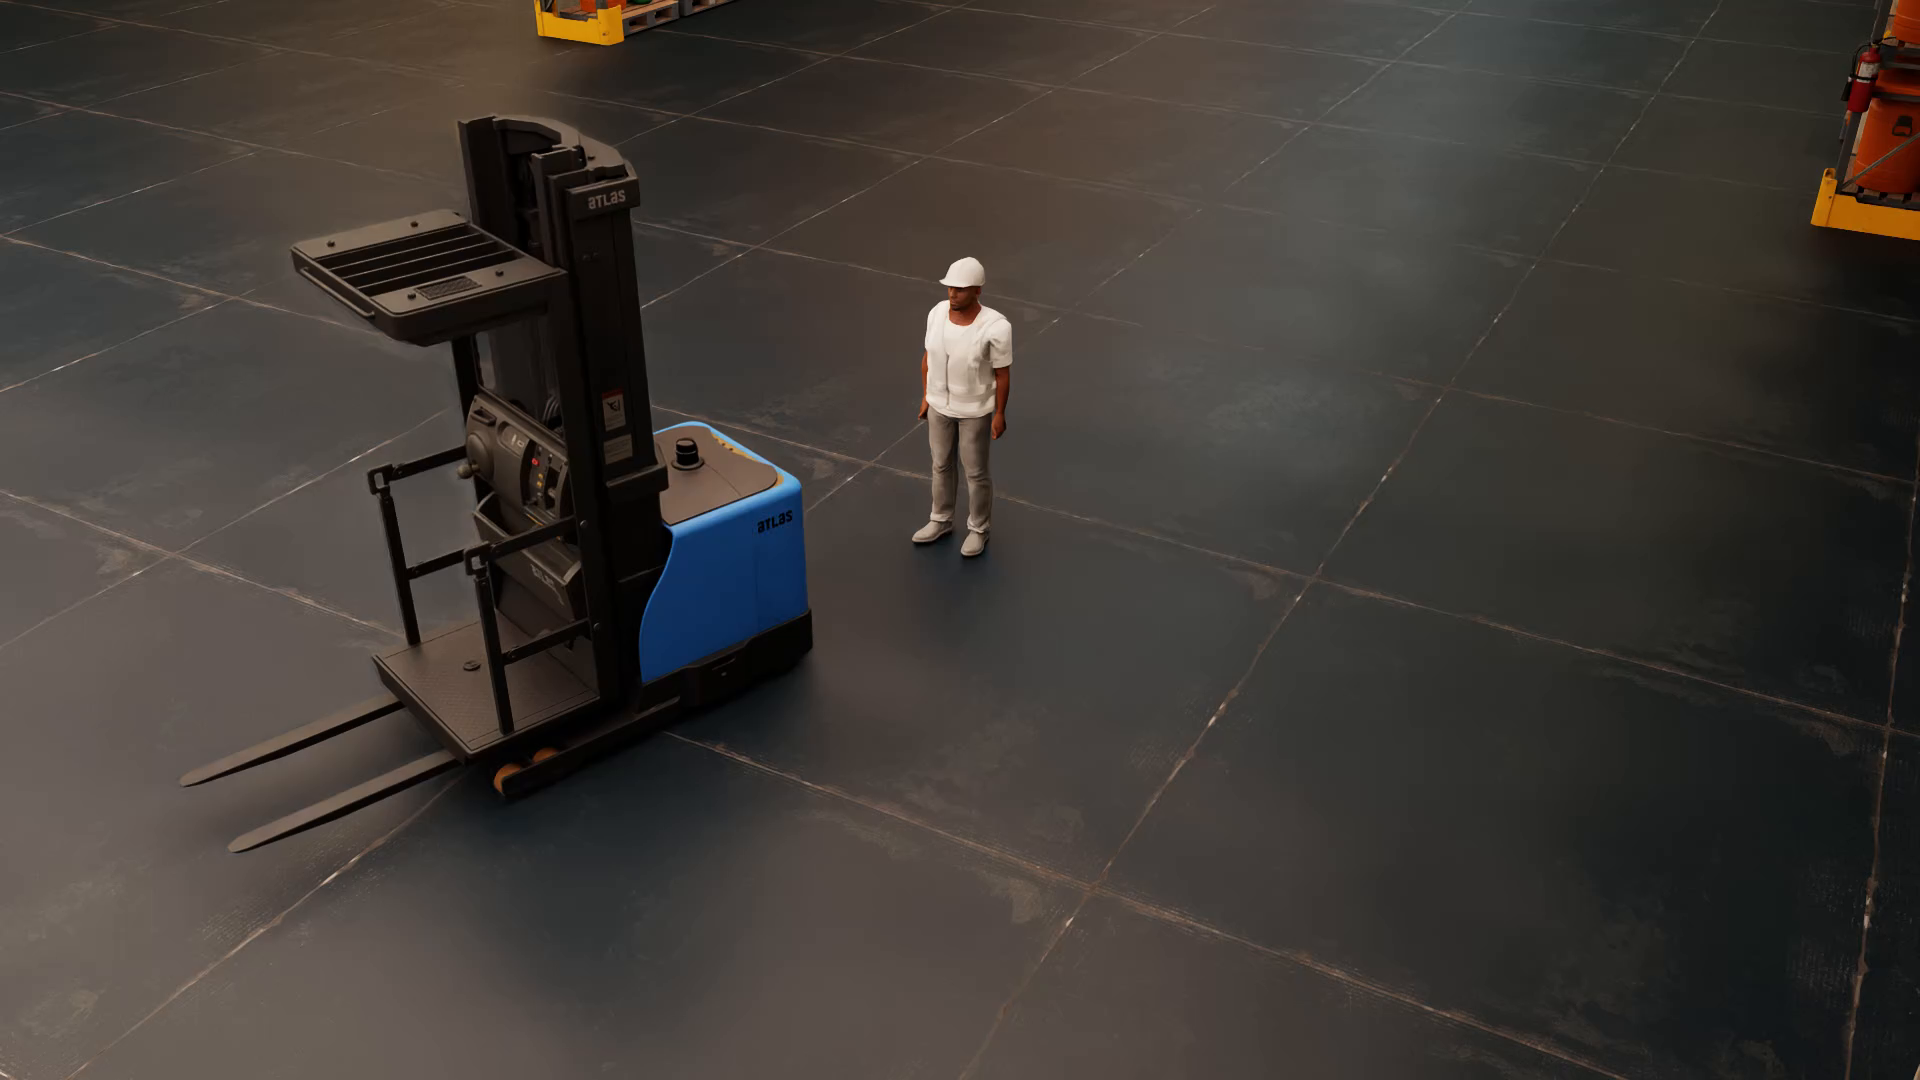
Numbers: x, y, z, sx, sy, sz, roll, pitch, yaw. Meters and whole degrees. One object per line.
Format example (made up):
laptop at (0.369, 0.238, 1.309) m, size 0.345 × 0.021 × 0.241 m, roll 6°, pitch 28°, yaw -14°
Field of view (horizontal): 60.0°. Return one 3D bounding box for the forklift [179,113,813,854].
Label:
forklift at (-2.230, -0.340, 7.660) m, size 3.031 × 2.935 × 1.130 m, roll -23°, pitch 37°, yaw -35°

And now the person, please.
person at (0.008, -0.761, 9.556) m, size 0.556 × 1.770 × 0.388 m, roll 15°, pitch 33°, yaw 25°
